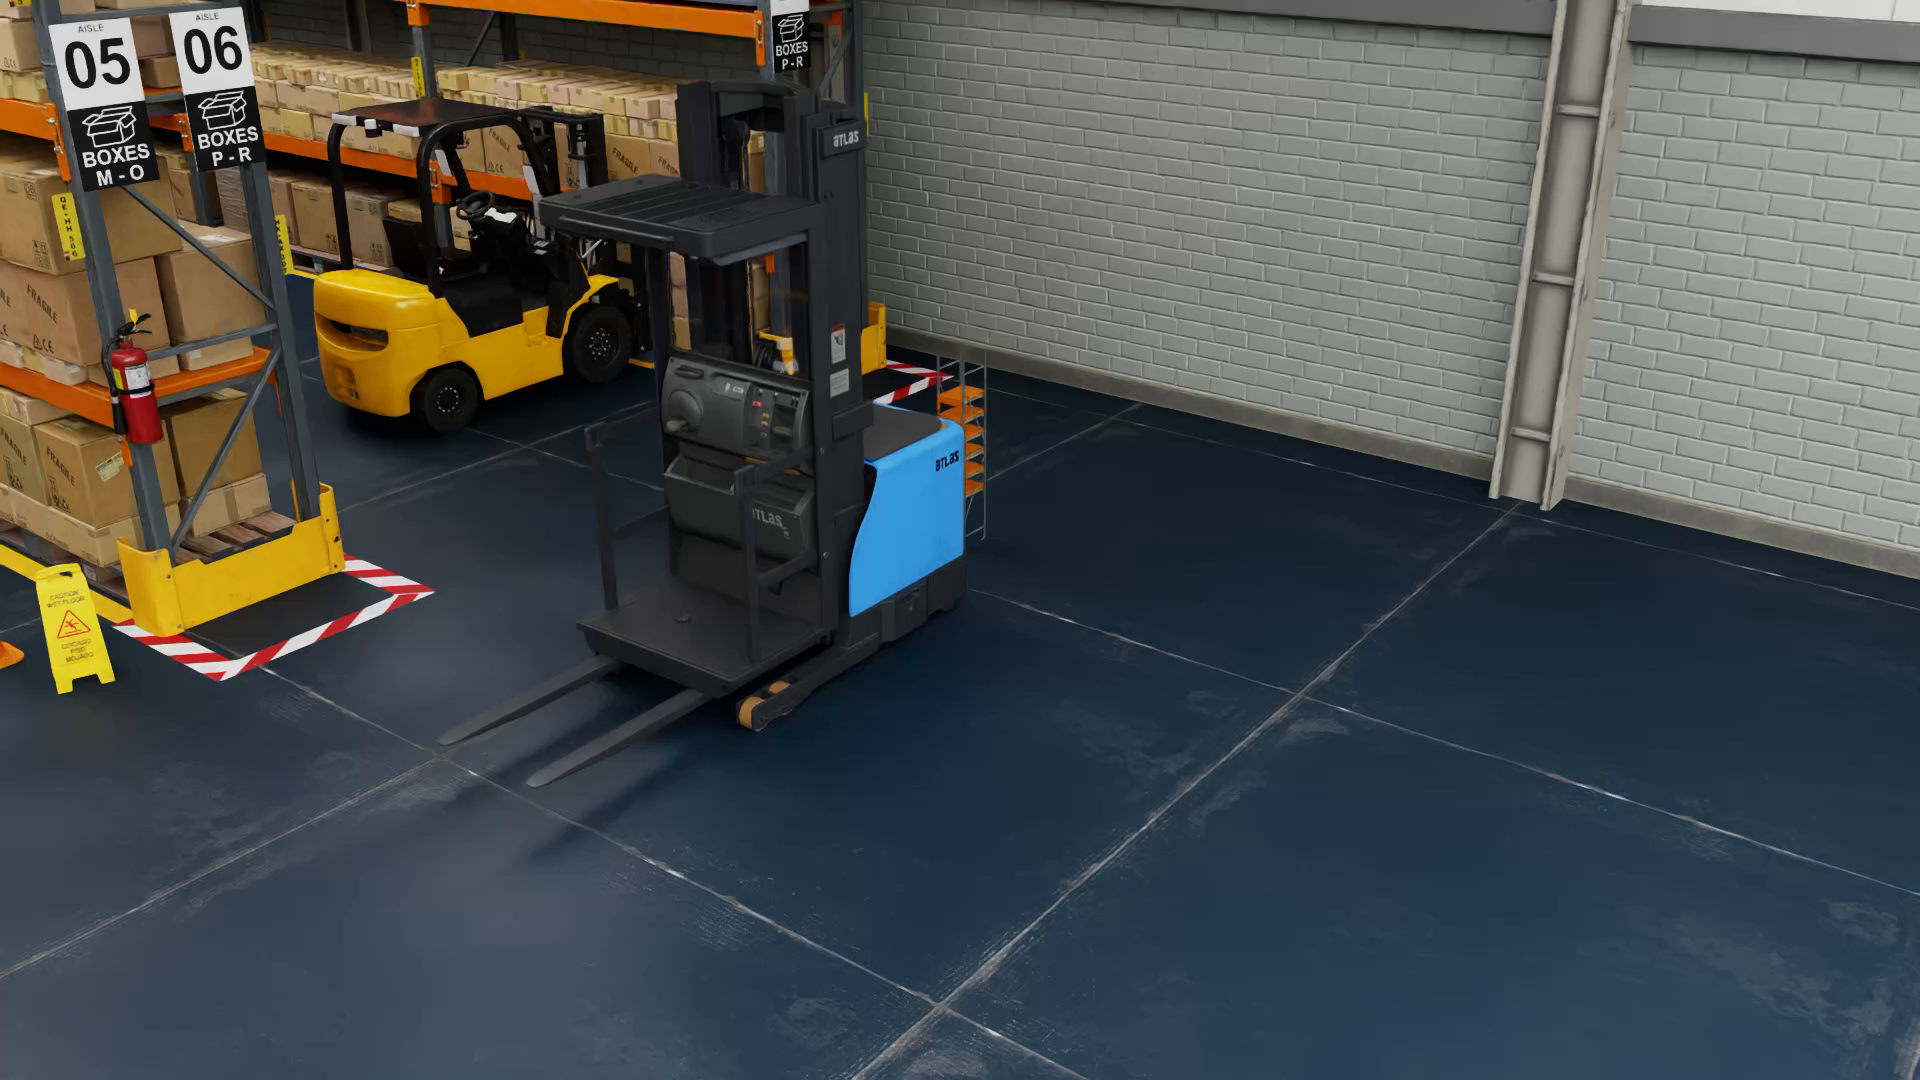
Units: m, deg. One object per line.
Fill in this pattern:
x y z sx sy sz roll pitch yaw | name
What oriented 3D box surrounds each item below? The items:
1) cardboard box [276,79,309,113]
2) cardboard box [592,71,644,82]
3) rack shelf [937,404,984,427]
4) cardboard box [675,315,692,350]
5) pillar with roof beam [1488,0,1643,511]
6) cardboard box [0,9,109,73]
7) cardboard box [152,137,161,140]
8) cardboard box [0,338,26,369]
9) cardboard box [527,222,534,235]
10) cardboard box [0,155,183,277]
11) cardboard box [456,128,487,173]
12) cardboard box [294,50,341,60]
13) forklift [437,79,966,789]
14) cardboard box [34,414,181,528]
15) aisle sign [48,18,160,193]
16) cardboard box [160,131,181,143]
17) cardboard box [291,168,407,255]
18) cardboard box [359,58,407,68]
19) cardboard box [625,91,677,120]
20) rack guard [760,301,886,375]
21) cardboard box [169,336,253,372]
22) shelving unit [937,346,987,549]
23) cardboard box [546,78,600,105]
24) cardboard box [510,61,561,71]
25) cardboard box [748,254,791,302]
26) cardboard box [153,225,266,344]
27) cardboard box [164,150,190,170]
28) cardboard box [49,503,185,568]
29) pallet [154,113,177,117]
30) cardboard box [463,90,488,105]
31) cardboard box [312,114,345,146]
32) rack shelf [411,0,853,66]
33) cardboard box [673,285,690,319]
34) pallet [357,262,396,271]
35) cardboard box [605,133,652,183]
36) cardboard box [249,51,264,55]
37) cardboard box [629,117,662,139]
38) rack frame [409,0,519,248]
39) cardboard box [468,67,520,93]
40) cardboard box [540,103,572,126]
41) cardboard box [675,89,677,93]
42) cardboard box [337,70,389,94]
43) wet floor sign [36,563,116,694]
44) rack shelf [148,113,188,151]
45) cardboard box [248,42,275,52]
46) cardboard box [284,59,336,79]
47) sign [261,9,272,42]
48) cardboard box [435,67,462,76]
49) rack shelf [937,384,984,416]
-6.037 -4.186 15.597 0.500 0.250 0.500 17 29 34 | cardboard box
-2.835 -3.793 13.841 0.250 0.149 0.380 16 29 33 | cardboard box
0.012 -0.725 9.921 0.180 0.103 0.258 17 29 33 | rack shelf
-2.034 -1.716 13.313 0.500 0.250 0.500 17 29 33 | cardboard box
1.126 -3.011 5.924 0.400 9.000 9.100 17 29 33 | pillar with roof beam
-4.621 -2.521 8.349 0.500 0.250 0.500 16 29 33 | cardboard box
-8.830 -4.237 17.920 0.250 0.149 0.380 16 29 33 | cardboard box
-5.163 -1.098 9.333 0.250 0.149 0.380 17 29 34 | cardboard box
-3.270 -2.544 13.953 0.500 0.250 0.500 18 29 35 | cardboard box
-4.590 -1.737 8.739 0.500 0.500 0.700 16 28 32 | cardboard box
-4.078 -3.468 14.277 0.500 0.500 0.500 16 28 32 | cardboard box
-6.248 -4.676 16.214 0.250 0.149 0.380 17 29 33 | cardboard box
-1.236 -0.629 8.043 1.130 2.935 3.031 16 29 33 | forklift
-4.848 -0.431 9.468 0.500 0.500 0.500 17 29 34 | cardboard box
-4.175 -2.126 8.130 0.004 0.787 0.394 17 29 33 | aisle sign
-8.552 -4.404 18.299 0.250 0.149 0.380 16 28 32 | cardboard box
-5.920 -3.213 16.247 0.625 0.625 0.875 15 28 31 | cardboard box
-5.418 -4.436 15.670 0.250 0.149 0.380 17 29 33 | cardboard box
-2.360 -3.360 12.858 0.250 0.149 0.380 18 29 35 | cardboard box
-1.057 -1.497 13.028 0.348 0.500 1.175 17 29 33 | rack guard
-4.198 -1.078 9.289 0.250 0.149 0.380 17 29 33 | cardboard box
0.012 -0.546 10.000 0.189 1.200 0.258 17 29 33 | shelving unit
-3.121 -3.634 13.480 0.250 0.149 0.380 17 29 33 | cardboard box
-3.664 -4.039 14.399 0.250 0.149 0.380 16 28 32 | cardboard box
-1.632 -2.049 12.830 0.500 0.250 0.500 18 29 35 | cardboard box
-4.263 -1.430 9.283 0.500 0.500 0.500 16 29 33 | cardboard box
-8.025 -3.964 17.302 0.250 0.149 0.380 15 28 31 | cardboard box
-4.878 -0.093 9.630 0.500 0.250 0.500 17 29 33 | cardboard box
-8.062 -4.635 17.287 1.003 0.211 1.213 17 29 33 | pallet
-3.971 -3.733 14.073 0.250 0.149 0.380 18 29 34 | cardboard box
-5.622 -3.833 15.414 0.500 0.250 0.500 17 29 34 | cardboard box
-2.677 -4.174 13.175 4.000 0.370 1.077 17 29 33 | rack shelf
-2.048 -1.951 13.227 0.500 0.250 0.500 16 29 33 | cardboard box
-4.890 -2.504 15.670 1.213 0.211 1.003 17 29 33 | pallet
-2.447 -2.979 13.167 0.500 0.500 0.500 16 29 32 | cardboard box
-6.964 -4.634 16.118 0.250 0.149 0.380 18 29 35 | cardboard box
-2.348 -3.231 12.933 0.250 0.149 0.380 16 28 32 | cardboard box
-4.277 -3.614 14.732 0.127 3.000 1.000 17 29 33 | rack frame
-3.926 -3.892 14.065 0.250 0.149 0.380 17 29 34 | cardboard box
-3.173 -3.476 13.490 0.250 0.149 0.380 16 28 32 | cardboard box
-2.041 -3.529 13.243 0.250 0.149 0.380 18 29 35 | cardboard box
-5.355 -4.121 14.955 0.250 0.149 0.380 16 28 32 | cardboard box
-4.540 0.424 8.487 0.267 0.644 0.232 -15 28 -30 | wet floor sign
-9.078 -4.736 18.170 4.000 0.370 1.077 17 29 33 | rack shelf
-7.096 -4.911 16.746 0.250 0.149 0.380 18 29 35 | cardboard box
-6.094 -4.411 15.614 0.250 0.149 0.380 17 29 33 | cardboard box
-7.147 -5.291 17.102 0.005 0.325 0.100 17 29 33 | sign
-4.613 -4.193 15.117 0.250 0.149 0.380 16 28 32 | cardboard box
0.012 -0.834 9.873 0.180 0.103 0.258 17 29 33 | rack shelf
